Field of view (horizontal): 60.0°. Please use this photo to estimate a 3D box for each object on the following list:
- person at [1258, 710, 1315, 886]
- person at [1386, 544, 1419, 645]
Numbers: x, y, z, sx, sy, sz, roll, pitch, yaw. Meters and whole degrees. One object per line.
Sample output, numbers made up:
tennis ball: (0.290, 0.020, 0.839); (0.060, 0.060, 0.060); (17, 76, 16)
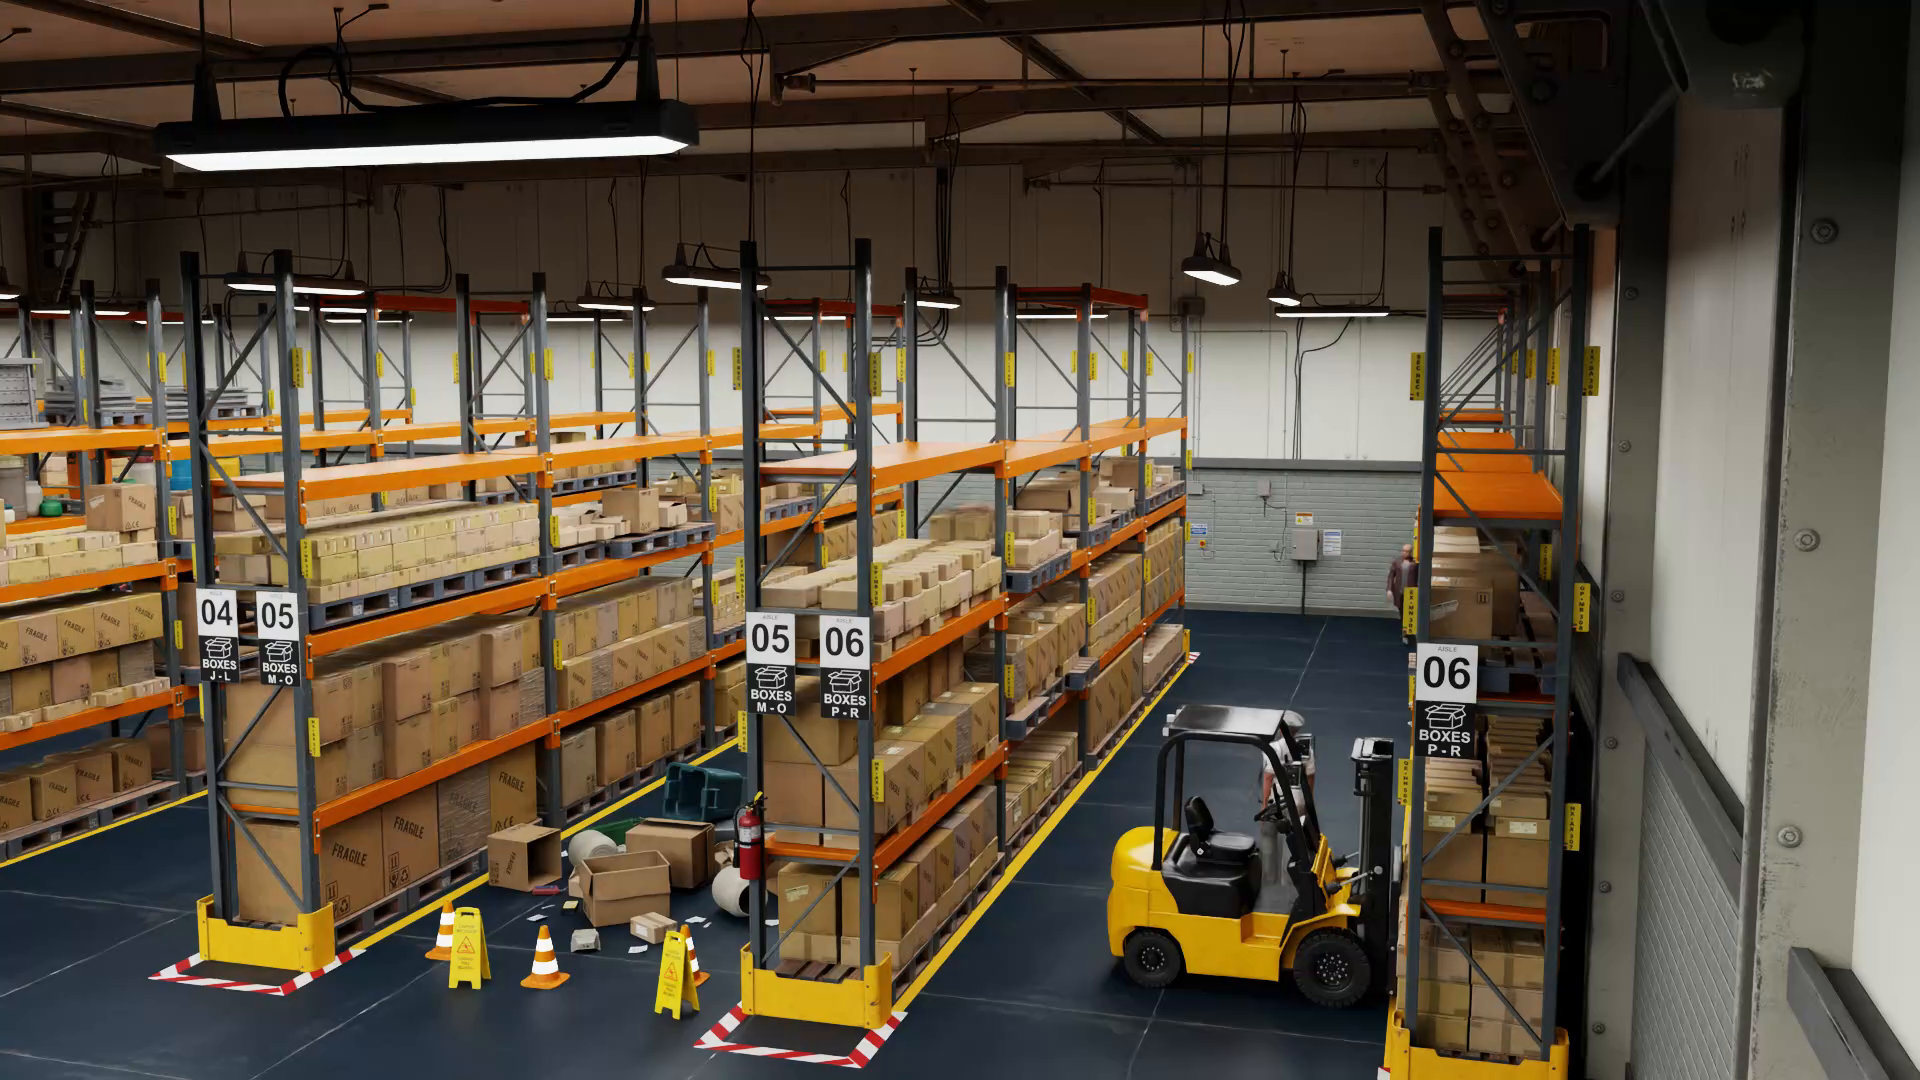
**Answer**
person: (3.118, 2.550, 15.877); (0.544, 1.829, 0.600); (1, 6, 6)
person: (7.972, 0.943, 29.847); (0.634, 1.725, 1.047); (4, 8, 32)
